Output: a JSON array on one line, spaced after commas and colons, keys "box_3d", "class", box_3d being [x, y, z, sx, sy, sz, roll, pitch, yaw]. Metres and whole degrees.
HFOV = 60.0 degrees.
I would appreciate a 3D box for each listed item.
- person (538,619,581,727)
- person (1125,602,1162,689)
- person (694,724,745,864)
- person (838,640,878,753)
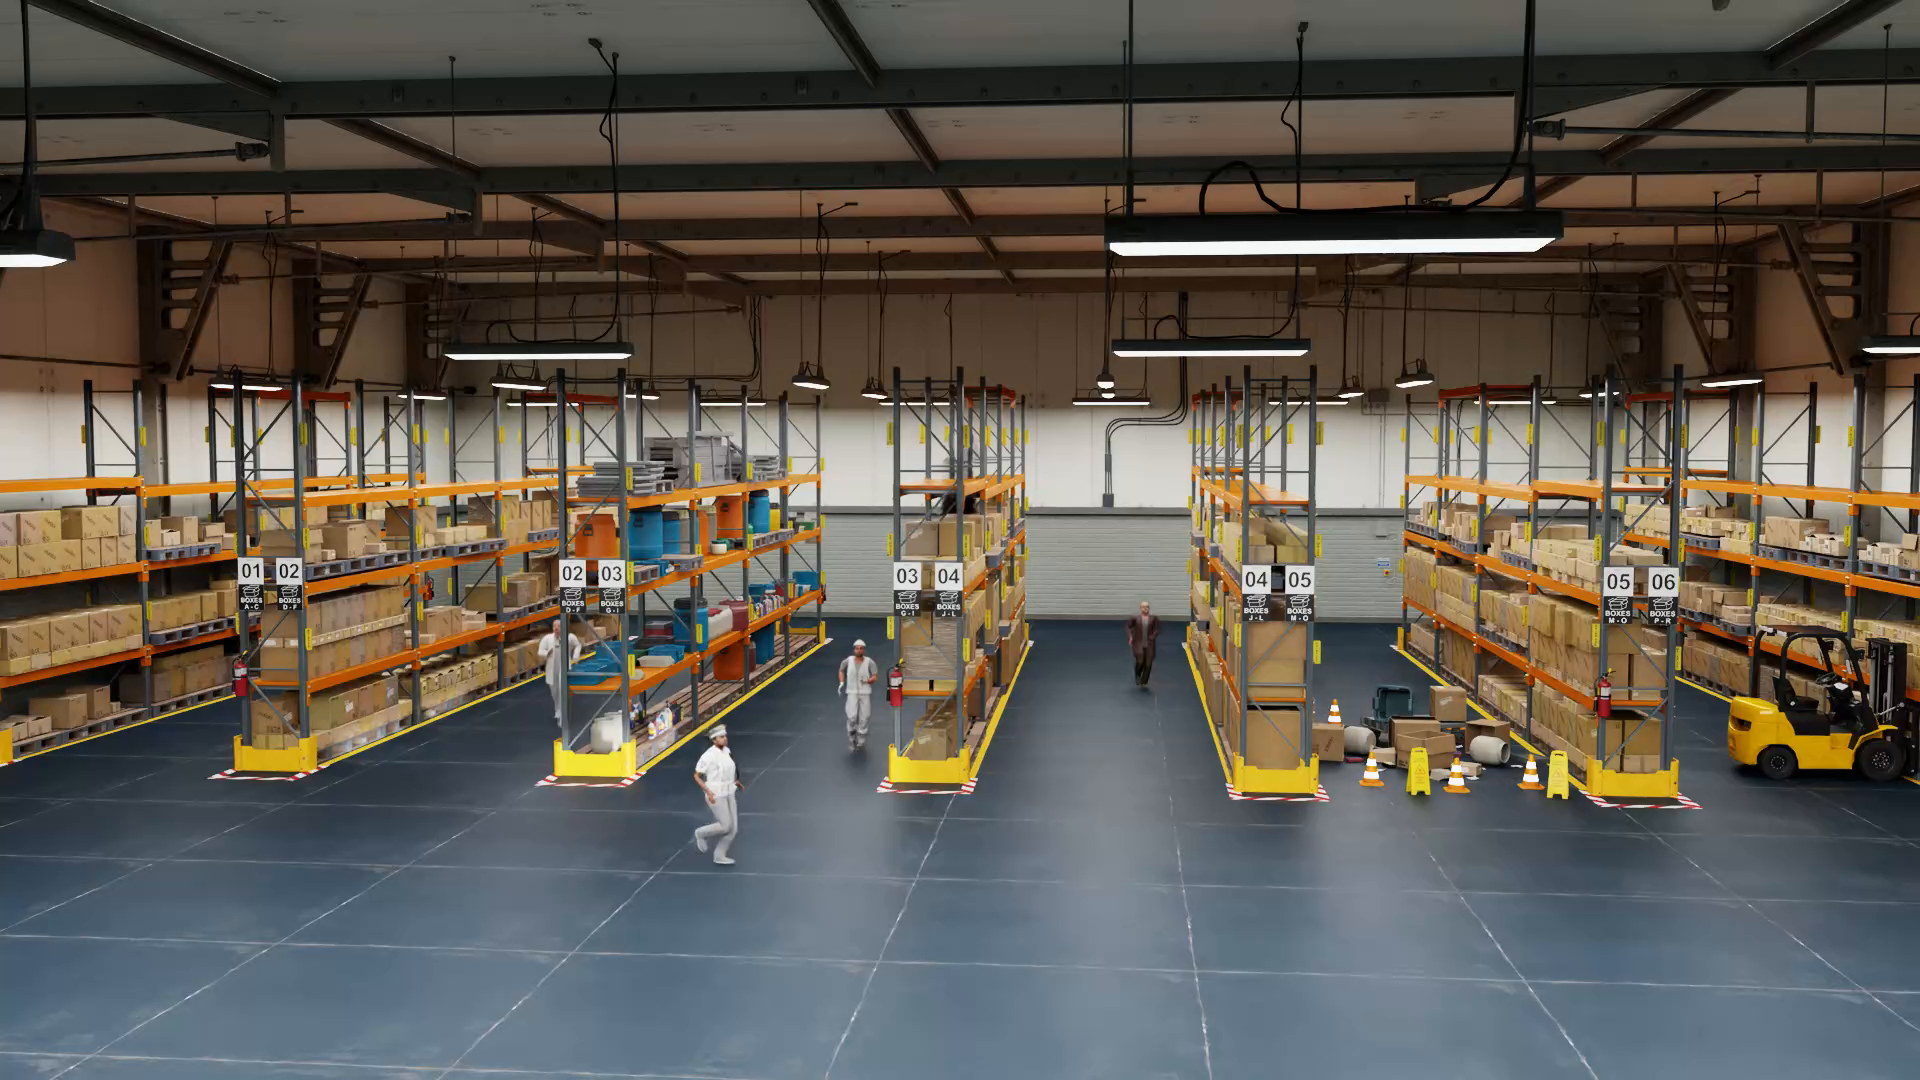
[{"box_3d": [-7.008, 2.304, 29.069, 0.677, 1.846, 0.866, 0, 4, 0], "class": "person"}, {"box_3d": [3.642, 2.134, 32.852, 0.699, 1.648, 0.619, 0, 4, -1], "class": "person"}, {"box_3d": [-2.806, 2.973, 19.475, 0.551, 1.646, 0.589, 2, 4, 31], "class": "person"}, {"box_3d": [-1.613, 2.471, 26.335, 0.640, 1.785, 0.700, 0, 4, -3], "class": "person"}]
